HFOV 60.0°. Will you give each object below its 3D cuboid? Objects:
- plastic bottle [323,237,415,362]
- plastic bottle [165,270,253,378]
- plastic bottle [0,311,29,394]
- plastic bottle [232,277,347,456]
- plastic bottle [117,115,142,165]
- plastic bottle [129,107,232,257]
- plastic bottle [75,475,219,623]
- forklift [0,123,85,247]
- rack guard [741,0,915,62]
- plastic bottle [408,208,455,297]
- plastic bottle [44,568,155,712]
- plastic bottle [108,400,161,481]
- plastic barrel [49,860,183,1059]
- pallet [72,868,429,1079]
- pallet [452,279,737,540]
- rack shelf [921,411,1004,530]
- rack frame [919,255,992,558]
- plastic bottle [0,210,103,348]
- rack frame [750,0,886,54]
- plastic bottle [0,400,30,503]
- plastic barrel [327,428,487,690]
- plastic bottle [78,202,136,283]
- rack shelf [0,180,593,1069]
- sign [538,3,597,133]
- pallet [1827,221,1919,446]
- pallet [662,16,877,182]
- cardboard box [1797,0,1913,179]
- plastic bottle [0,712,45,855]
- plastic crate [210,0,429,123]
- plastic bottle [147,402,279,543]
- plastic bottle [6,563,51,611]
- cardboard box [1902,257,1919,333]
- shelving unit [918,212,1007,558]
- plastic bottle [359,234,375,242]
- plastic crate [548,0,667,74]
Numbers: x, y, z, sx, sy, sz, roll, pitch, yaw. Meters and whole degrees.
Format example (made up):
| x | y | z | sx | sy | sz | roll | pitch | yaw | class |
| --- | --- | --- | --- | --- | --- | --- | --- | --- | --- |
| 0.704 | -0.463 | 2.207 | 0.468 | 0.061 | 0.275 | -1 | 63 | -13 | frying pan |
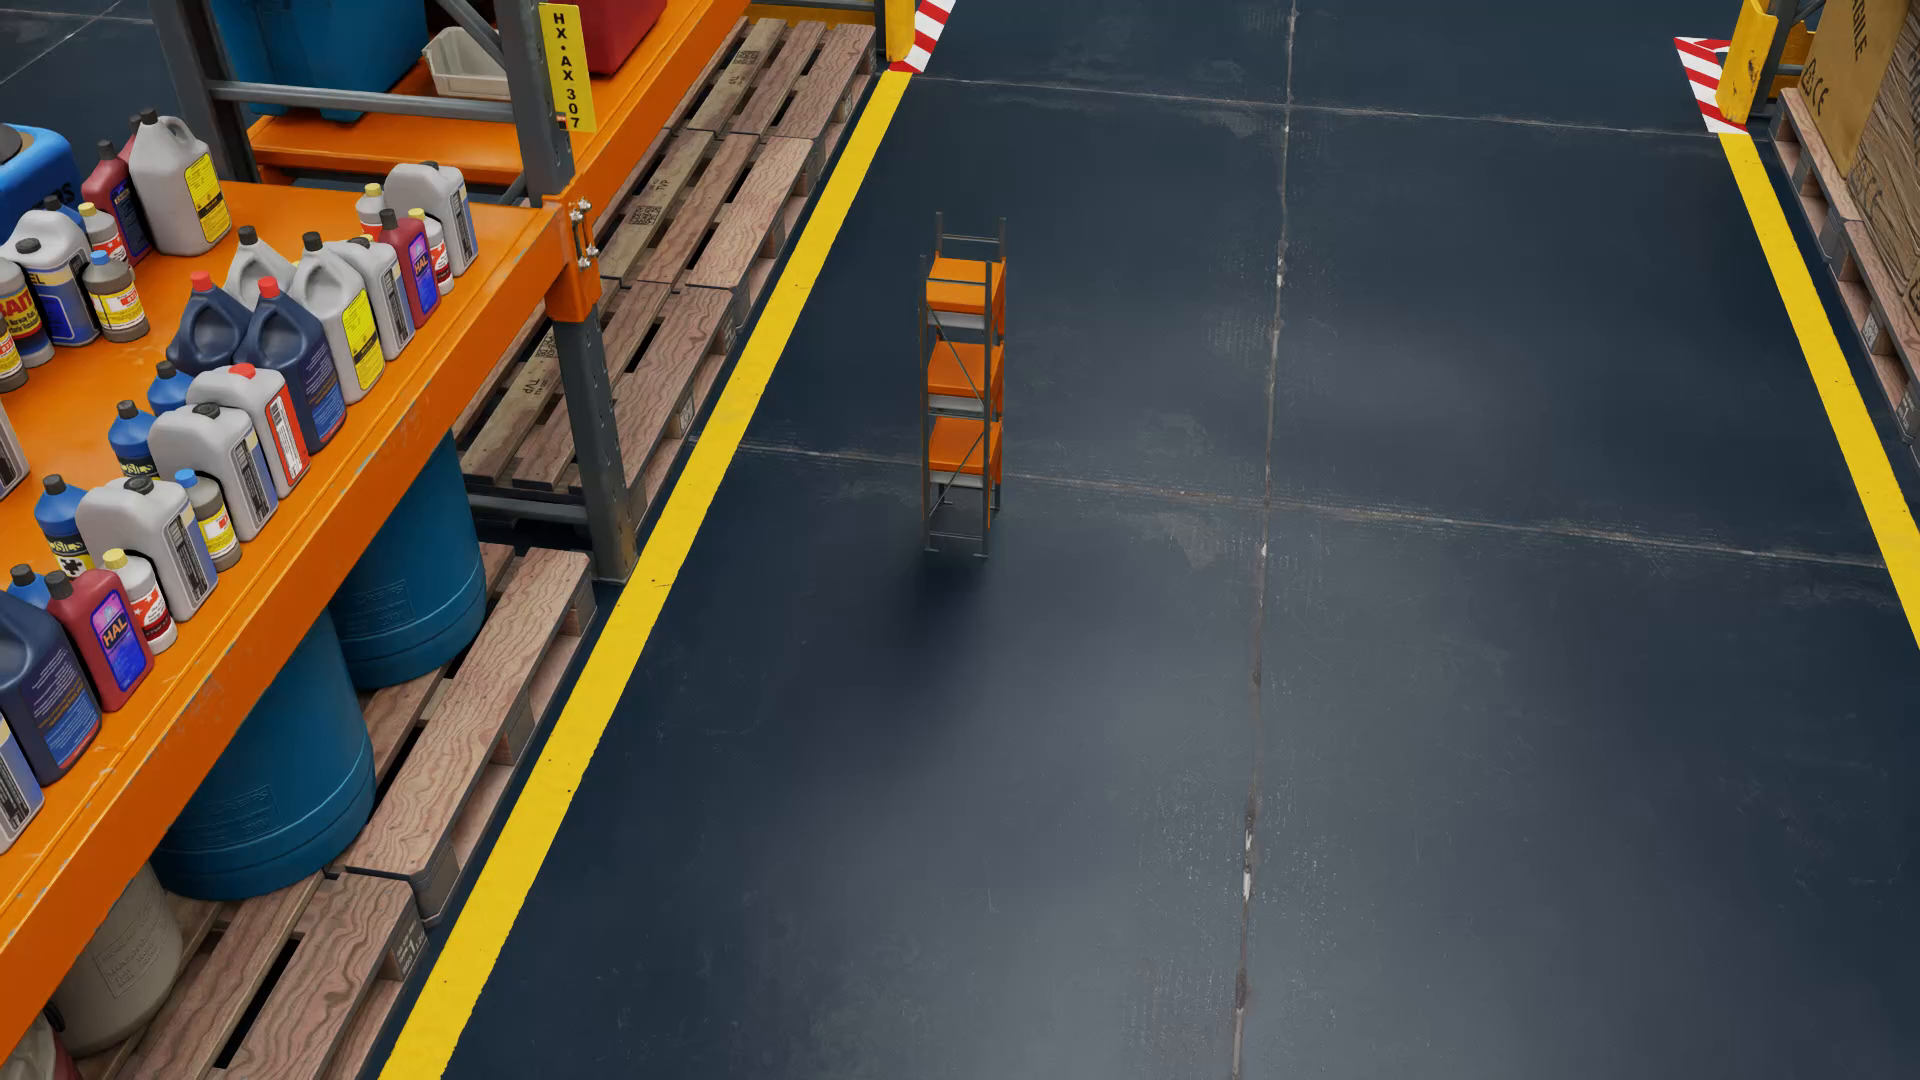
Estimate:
| x | y | z | sx | sy | sz | roll | pitch | yaw | class |
| --- | --- | --- | --- | --- | --- | --- | --- | --- | --- |
| -1.314 | -0.548 | 3.656 | 0.152 | 0.276 | 0.135 | 6 | 40 | 8 | plastic bottle |
| -1.512 | -0.376 | 3.390 | 0.144 | 0.351 | 0.185 | 6 | 40 | 8 | plastic bottle |
| -2.084 | -0.423 | 3.563 | 0.097 | 0.201 | 0.097 | 0 | 40 | 0 | plastic bottle |
| -1.370 | -0.360 | 3.370 | 0.144 | 0.351 | 0.185 | 6 | 40 | 8 | plastic bottle |
| -1.985 | -0.880 | 4.052 | 0.061 | 0.283 | 0.133 | 6 | 40 | 8 | plastic bottle |
| -1.888 | -0.879 | 3.997 | 0.144 | 0.351 | 0.185 | 6 | 40 | 8 | plastic bottle |
| -1.465 | -0.002 | 2.995 | 0.152 | 0.276 | 0.135 | 6 | 40 | 8 | plastic bottle |
| -3.560 | -0.720 | 3.820 | 1.130 | 2.935 | 3.031 | 9 | 40 | 11 | forklift |
| -0.818 | -2.672 | 8.089 | 1.175 | 0.500 | 0.348 | 6 | 40 | 8 | rack guard |
| -1.244 | -0.673 | 3.866 | 0.097 | 0.201 | 0.097 | 0 | 40 | 0 | plastic bottle |
| -1.460 | 0.146 | 2.811 | 0.061 | 0.283 | 0.133 | 6 | 40 | 8 | plastic bottle |
| -1.551 | -0.148 | 3.175 | 0.097 | 0.271 | 0.097 | 0 | 40 | 0 | plastic bottle |
| -1.920 | 0.817 | 3.530 | 0.421 | 0.512 | 0.421 | 0 | 40 | 0 | plastic barrel |
| -1.884 | 1.214 | 3.616 | 1.003 | 0.211 | 1.213 | 6 | 40 | 8 | pallet |
| -1.412 | -0.499 | 5.688 | 1.003 | 0.211 | 1.213 | 6 | 40 | 8 | pallet |
| 0.009 | -0.216 | 5.140 | 0.215 | 0.259 | 0.240 | 6 | 40 | 8 | rack shelf |
| -0.012 | -0.362 | 4.863 | 0.200 | 1.050 | 0.008 | 6 | 40 | 8 | rack frame |
| -2.020 | -0.582 | 3.698 | 0.152 | 0.276 | 0.135 | 6 | 40 | 8 | plastic bottle |
| -0.809 | -3.619 | 7.273 | 1.000 | 3.000 | 0.127 | 6 | 40 | 8 | rack frame |
| -1.967 | -0.214 | 3.252 | 0.152 | 0.276 | 0.135 | 6 | 40 | 8 | plastic bottle |
| -1.612 | -0.122 | 4.361 | 0.600 | 0.901 | 0.708 | 6 | 40 | 8 | plastic barrel |
| -2.010 | -0.690 | 3.887 | 0.097 | 0.201 | 0.097 | 0 | 40 | 0 | plastic bottle |
| -1.847 | 0.424 | 2.947 | 1.077 | 0.370 | 4.000 | 6 | 40 | 8 | rack shelf |
| -0.960 | -1.153 | 4.073 | 0.100 | 0.325 | 0.005 | 6 | 40 | 8 | sign |
| 3.795 | -0.724 | 5.960 | 1.003 | 0.211 | 1.213 | 6 | 40 | 8 | pallet |
| -0.990 | -2.031 | 7.540 | 1.003 | 0.211 | 1.213 | 6 | 40 | 8 | pallet |
| 4.037 | -2.005 | 6.659 | 0.875 | 0.875 | 0.875 | 6 | 40 | 8 | cardboard box |
| -1.560 | 0.344 | 2.578 | 0.152 | 0.276 | 0.135 | 6 | 40 | 8 | plastic bottle |
| -1.756 | -1.456 | 4.622 | 0.392 | 0.384 | 0.575 | 6 | 40 | 8 | plastic crate |
| -1.425 | -0.147 | 3.171 | 0.152 | 0.276 | 0.135 | 6 | 40 | 8 | plastic bottle |
| -1.541 | 0.153 | 2.812 | 0.097 | 0.271 | 0.097 | 0 | 40 | 0 | plastic bottle |
| 3.726 | -0.875 | 5.293 | 0.875 | 0.875 | 0.875 | 6 | 40 | 8 | cardboard box |
| 0.009 | -0.438 | 4.956 | 0.215 | 1.050 | 0.252 | 6 | 40 | 8 | shelving unit |
| -1.327 | -0.596 | 3.773 | 0.097 | 0.201 | 0.097 | 0 | 40 | 0 | plastic bottle |
| -1.100 | -1.689 | 4.841 | 0.402 | 0.464 | 0.583 | 6 | 40 | 8 | plastic crate |
